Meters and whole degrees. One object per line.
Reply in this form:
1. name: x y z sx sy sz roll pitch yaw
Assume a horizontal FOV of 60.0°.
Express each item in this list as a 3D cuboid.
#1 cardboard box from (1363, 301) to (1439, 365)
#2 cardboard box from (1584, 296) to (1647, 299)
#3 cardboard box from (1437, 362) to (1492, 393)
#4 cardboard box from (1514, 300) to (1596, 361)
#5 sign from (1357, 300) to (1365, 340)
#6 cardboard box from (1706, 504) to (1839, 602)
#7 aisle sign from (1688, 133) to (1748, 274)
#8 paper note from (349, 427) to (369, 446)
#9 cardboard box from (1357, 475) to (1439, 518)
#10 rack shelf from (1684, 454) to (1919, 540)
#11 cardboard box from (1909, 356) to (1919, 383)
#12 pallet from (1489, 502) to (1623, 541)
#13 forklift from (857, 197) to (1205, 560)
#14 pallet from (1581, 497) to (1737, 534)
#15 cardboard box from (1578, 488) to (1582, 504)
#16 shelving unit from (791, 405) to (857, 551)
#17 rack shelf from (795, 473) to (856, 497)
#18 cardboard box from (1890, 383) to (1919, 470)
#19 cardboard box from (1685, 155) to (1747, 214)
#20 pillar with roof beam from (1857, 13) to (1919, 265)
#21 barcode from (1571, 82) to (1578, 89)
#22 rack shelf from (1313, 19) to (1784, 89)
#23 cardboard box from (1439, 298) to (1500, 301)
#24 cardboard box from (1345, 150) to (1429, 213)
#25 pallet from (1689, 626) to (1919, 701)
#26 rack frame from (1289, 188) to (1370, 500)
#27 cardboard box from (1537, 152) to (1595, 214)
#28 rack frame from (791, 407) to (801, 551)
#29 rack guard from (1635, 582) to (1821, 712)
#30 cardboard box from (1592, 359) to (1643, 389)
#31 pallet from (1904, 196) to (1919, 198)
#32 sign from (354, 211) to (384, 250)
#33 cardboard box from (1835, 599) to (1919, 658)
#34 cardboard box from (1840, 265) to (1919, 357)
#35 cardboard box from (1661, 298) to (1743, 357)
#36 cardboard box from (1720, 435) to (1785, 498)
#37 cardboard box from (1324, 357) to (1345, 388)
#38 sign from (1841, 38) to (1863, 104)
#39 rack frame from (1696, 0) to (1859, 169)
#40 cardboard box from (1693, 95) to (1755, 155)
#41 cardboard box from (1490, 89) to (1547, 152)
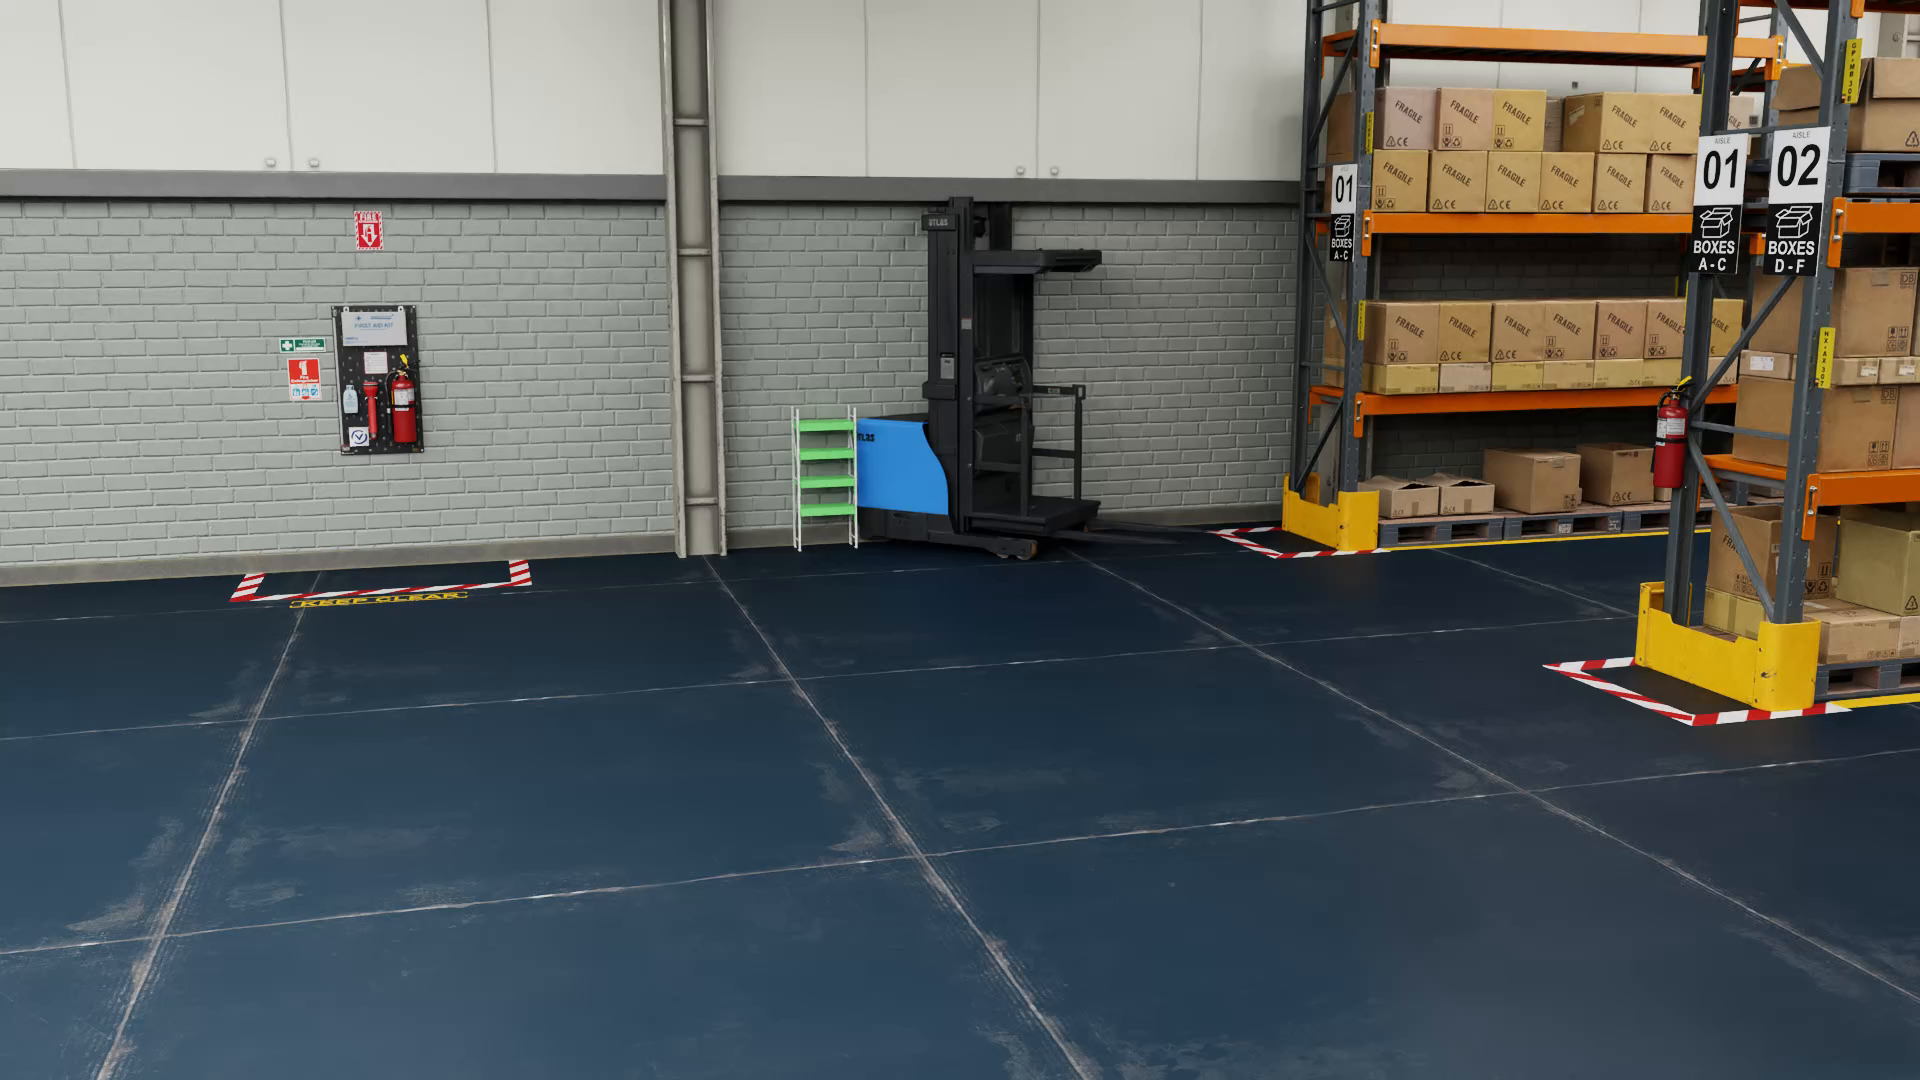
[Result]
1. cardboard box: 3.701 -1.759 14.106 0.500 0.500 0.500 -3 11 -16
2. cardboard box: 5.992 -1.977 15.288 0.500 0.500 0.500 -3 11 -16
3. cardboard box: 4.211 -1.417 14.317 0.500 0.250 0.500 -3 11 -18
4. cardboard box: 5.169 -1.836 14.522 0.500 0.500 0.500 -3 11 -14
5. sign: 3.311 -1.814 13.724 0.005 0.325 0.100 -3 11 -16
6. cardboard box: 4.979 0.076 10.210 0.500 0.500 0.500 -3 11 -16
7. aisle sign: 4.402 -1.948 9.662 0.004 0.787 0.394 -3 11 -16
8. paper note: -4.744 -0.816 13.128 0.142 0.148 0.016 -3 11 -16
9. cardboard box: 3.848 -0.396 14.624 0.500 0.311 0.500 -4 11 -22
10. rack shelf: 6.467 -0.369 10.253 4.000 0.370 1.077 -3 11 -16
11. cardboard box: 5.477 -0.998 9.617 0.250 0.149 0.380 -3 11 -16
12. pallet: 5.191 -0.211 15.110 1.213 0.211 1.003 -3 11 -16
13. forklift: 0.545 -1.385 13.973 3.031 2.935 1.130 6 12 29
14. pallet: 6.364 -0.273 15.449 1.213 0.211 1.003 -3 11 -16
15. cardboard box: 5.458 -0.422 15.212 0.250 0.149 0.380 -4 11 -21
16. shelving unit: -1.150 -0.528 14.102 0.503 1.200 0.258 -3 11 -17
17. rack shelf: -1.150 -0.465 14.114 0.480 0.148 0.258 -3 11 -17
18. cardboard box: 5.502 -0.720 9.894 0.500 0.500 0.700 -3 11 -14
19. cardboard box: 6.581 -3.151 14.759 0.500 0.500 0.500 -3 11 -14
20. pillar with roof beam: 10.553 -4.174 12.365 0.400 9.000 9.100 -3 11 -16
21. barcode: 5.545 -4.099 14.995 0.075 0.075 0.001 -3 11 -16
22. rack shelf: 5.079 -4.179 14.387 4.000 0.370 1.077 -3 11 -16
23. cardboard box: 4.533 -1.899 14.864 0.500 0.500 0.500 -3 11 -18
24. cardboard box: 3.550 -2.990 13.888 0.500 0.500 0.500 -3 11 -14
25. pallet: 5.270 0.704 10.140 1.213 0.211 1.003 -3 11 -16
26. rack frame: 3.159 -1.483 14.315 0.127 3.000 1.000 -3 11 -16
27. cardboard box: 5.081 -3.069 14.316 0.500 0.500 0.500 -2 11 -12
28. rack frame: -1.383 -0.515 14.033 0.015 1.200 0.240 -3 11 -17
29. rack guard: 4.524 0.609 9.858 0.348 0.500 1.175 -3 11 -16
30. cardboard box: 5.670 -1.492 14.728 0.500 0.250 0.500 -3 11 -16
31. pallet: 6.407 -2.147 9.883 1.213 0.211 1.003 -3 11 -16
32. sign: -4.591 -2.403 12.913 0.199 0.298 0.001 -3 11 -16
33. cardboard box: 5.603 0.510 9.927 0.500 0.250 0.500 -3 11 -16
34. cardboard box: 5.553 -1.360 9.792 0.500 0.500 0.700 -3 11 -17
35. cardboard box: 6.632 -1.912 14.936 0.500 0.500 0.500 -3 11 -16
36. cardboard box: 7.702 -0.712 15.819 0.500 0.500 0.700 -3 11 -14
37. cardboard box: 3.553 -1.476 14.638 0.500 0.250 0.500 -3 11 -15
38. sign: 4.696 -2.469 8.755 0.005 0.325 0.100 -3 11 -16
39. rack frame: 4.547 -3.572 9.095 0.127 3.000 1.000 -3 11 -16
40. cardboard box: 6.594 -3.638 14.648 0.500 0.500 0.500 -4 11 -21
41. cardboard box: 4.581 -3.530 14.060 0.500 0.500 0.500 -3 11 -14
